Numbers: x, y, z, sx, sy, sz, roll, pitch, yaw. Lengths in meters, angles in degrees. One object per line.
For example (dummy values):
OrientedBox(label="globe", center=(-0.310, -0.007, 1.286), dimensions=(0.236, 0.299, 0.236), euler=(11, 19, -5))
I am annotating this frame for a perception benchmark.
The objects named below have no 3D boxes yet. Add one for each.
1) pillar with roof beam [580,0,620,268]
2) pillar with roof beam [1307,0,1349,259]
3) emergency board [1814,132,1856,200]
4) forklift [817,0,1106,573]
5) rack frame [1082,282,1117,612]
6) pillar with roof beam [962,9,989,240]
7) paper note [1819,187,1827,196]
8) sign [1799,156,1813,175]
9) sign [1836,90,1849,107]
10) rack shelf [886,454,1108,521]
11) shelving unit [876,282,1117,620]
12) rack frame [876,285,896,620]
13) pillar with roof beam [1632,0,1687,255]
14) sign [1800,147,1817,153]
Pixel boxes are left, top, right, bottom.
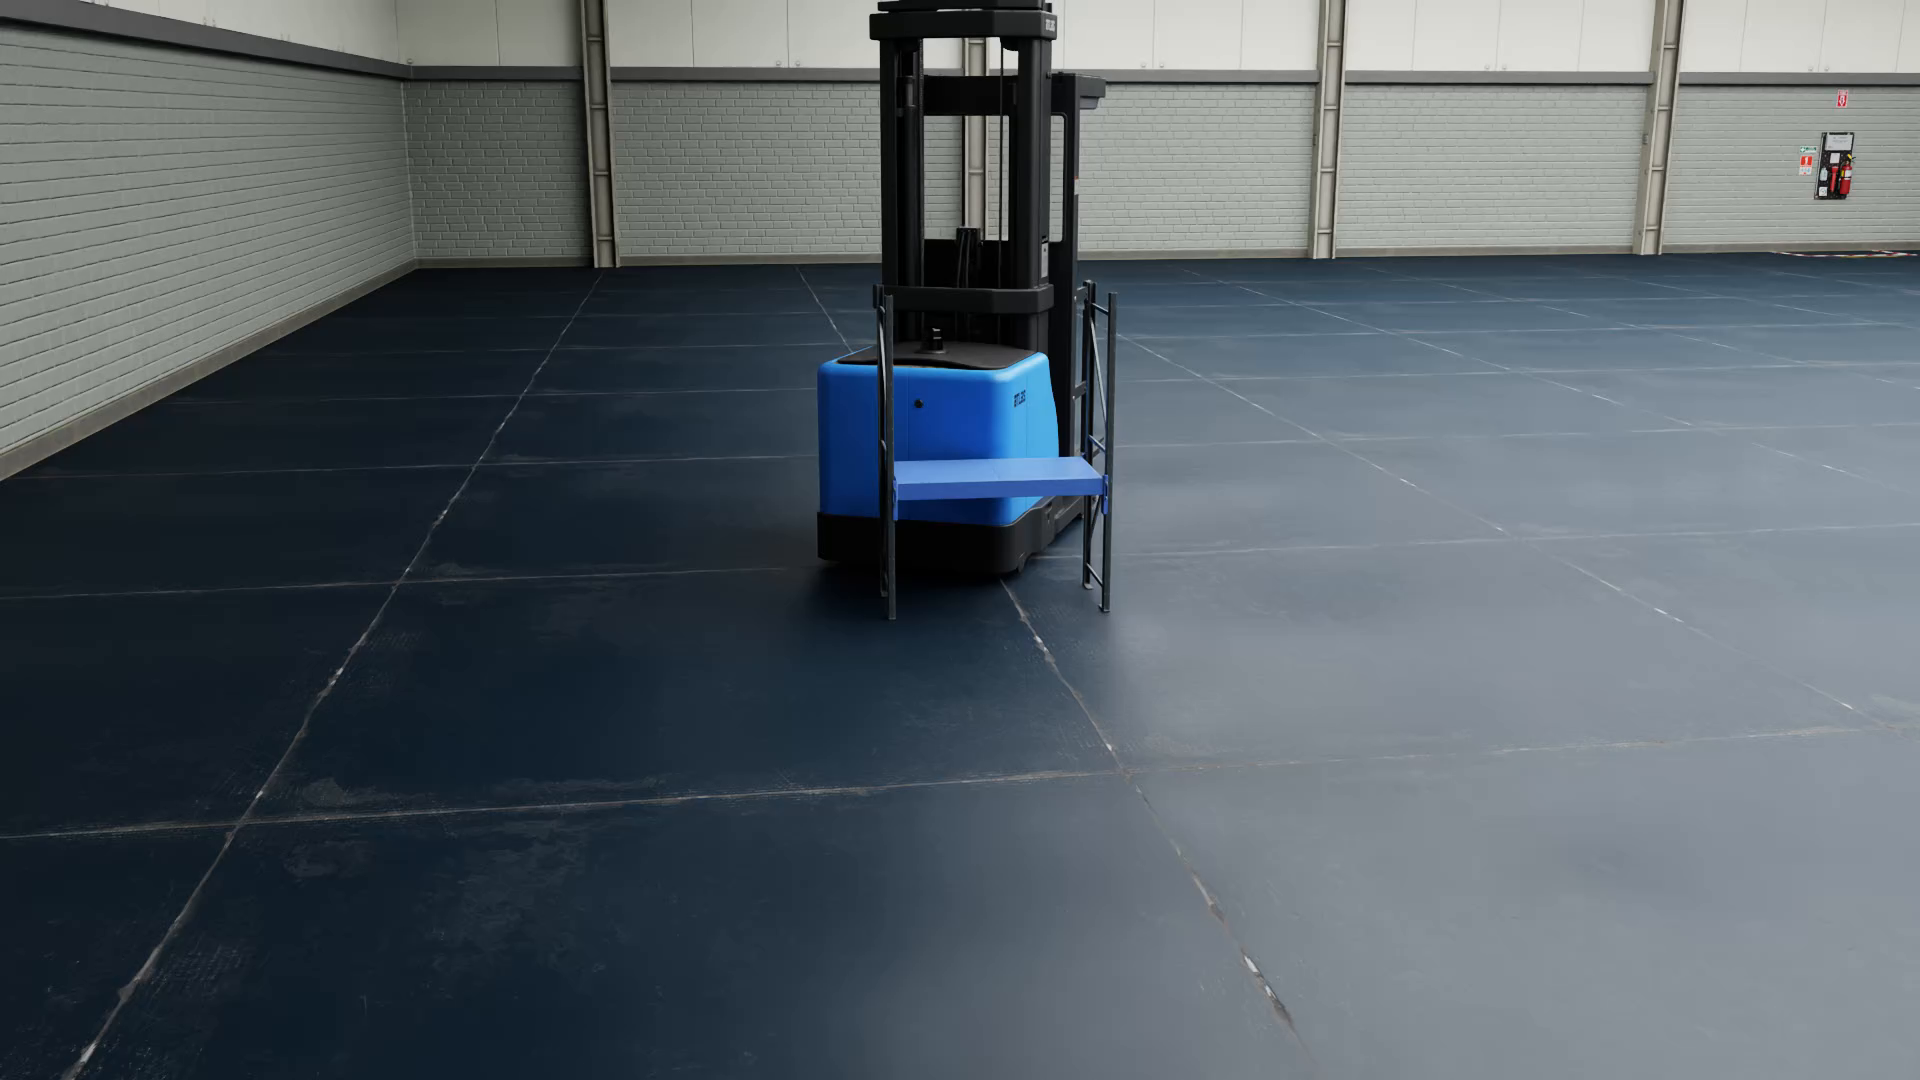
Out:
OrientedBox(label="pillar with roof beam", center=(-5.038, -7.729, 21.543), dimensions=(0.400, 9.000, 9.100), euler=(-2, 14, -8))
OrientedBox(label="pillar with roof beam", center=(6.828, -8.164, 23.277), dimensions=(0.400, 9.000, 9.100), euler=(-2, 14, -8))
OrientedBox(label="emergency board", center=(15.603, -6.644, 29.549), dimensions=(0.643, 1.169, 0.194), euler=(-2, 14, -8))
OrientedBox(label="forklift", center=(0.185, -1.568, 9.450), dimensions=(1.130, 2.935, 3.031), euler=(4, 15, 17))
OrientedBox(label="rack frame", center=(0.661, -0.446, 7.914), dimensions=(0.032, 1.500, 0.500), euler=(-2, 14, -7))
OrientedBox(label="pillar with roof beam", center=(0.895, -7.947, 22.410), dimensions=(0.400, 9.000, 9.100), euler=(-2, 14, -8))
OrientedBox(label="paper note", center=(15.418, -6.227, 29.697), dimensions=(0.142, 0.148, 0.016), euler=(-2, 14, -8))
OrientedBox(label="sign", center=(15.041, -6.666, 29.564), dimensions=(0.234, 0.329, 0.001), euler=(-2, 14, -8))
OrientedBox(label="sign", center=(15.580, -7.792, 29.362), dimensions=(0.199, 0.298, 0.001), euler=(-2, 14, -8))
OrientedBox(label="rack shelf", center=(0.157, -0.256, 7.895), dimensions=(1.000, 0.185, 0.538), euler=(-2, 14, -7))
OrientedBox(label="shelving unit", center=(0.157, -0.431, 7.850), dimensions=(1.048, 1.500, 0.538), euler=(-2, 14, -7))
OrientedBox(label="rack frame", center=(-0.347, -0.415, 7.787), dimensions=(0.032, 1.500, 0.500), euler=(-2, 14, -7))
OrientedBox(label="pillar with roof beam", center=(12.761, -8.382, 24.144), dimensions=(0.400, 9.000, 9.100), euler=(-2, 14, -8))
OrientedBox(label="sign", center=(15.047, -6.921, 29.492), dimensions=(0.331, 0.109, 0.001), euler=(-2, 14, -8))
